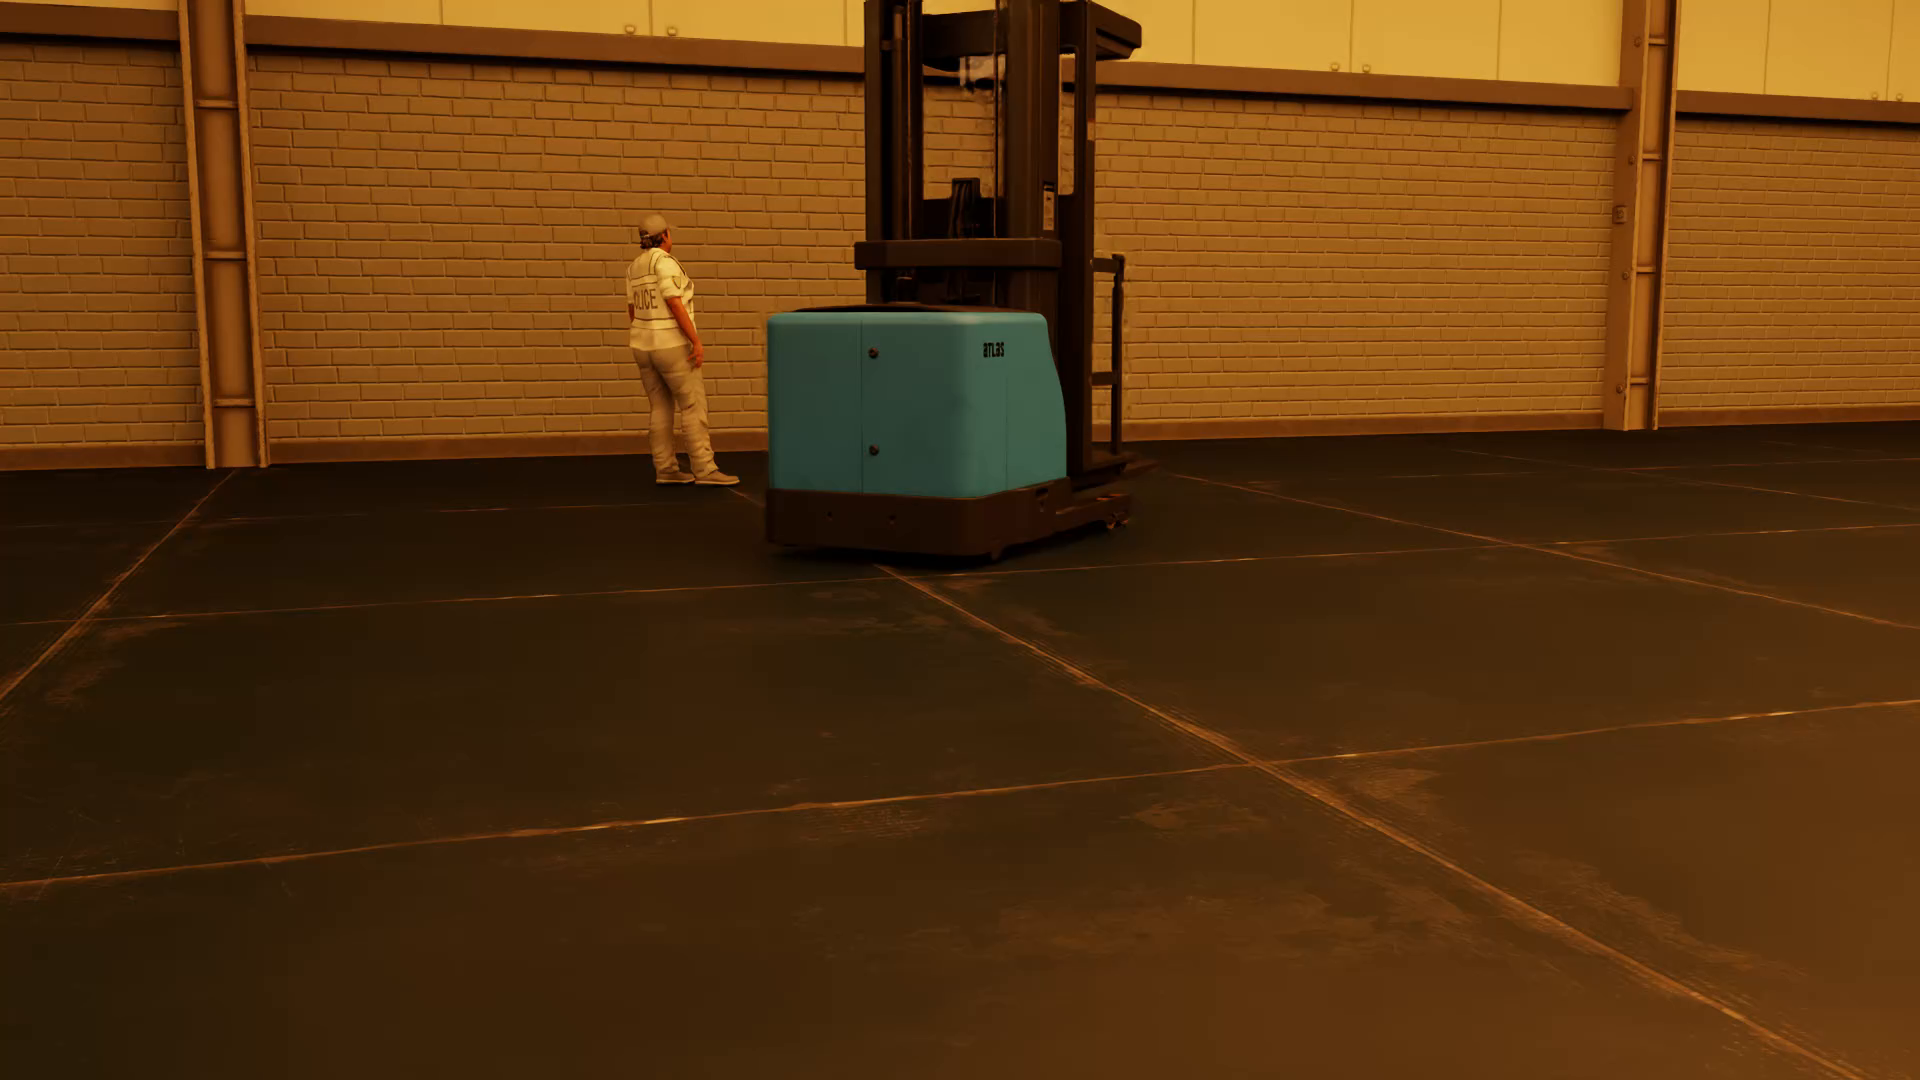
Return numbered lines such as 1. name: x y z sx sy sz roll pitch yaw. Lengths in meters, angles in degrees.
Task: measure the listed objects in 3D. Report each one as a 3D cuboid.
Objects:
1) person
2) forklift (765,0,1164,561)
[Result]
1. person: -1.752 -1.175 10.333 0.596 1.670 0.531 8 11 44
2. forklift: 0.230 -1.524 8.256 1.130 2.935 3.031 4 9 25
